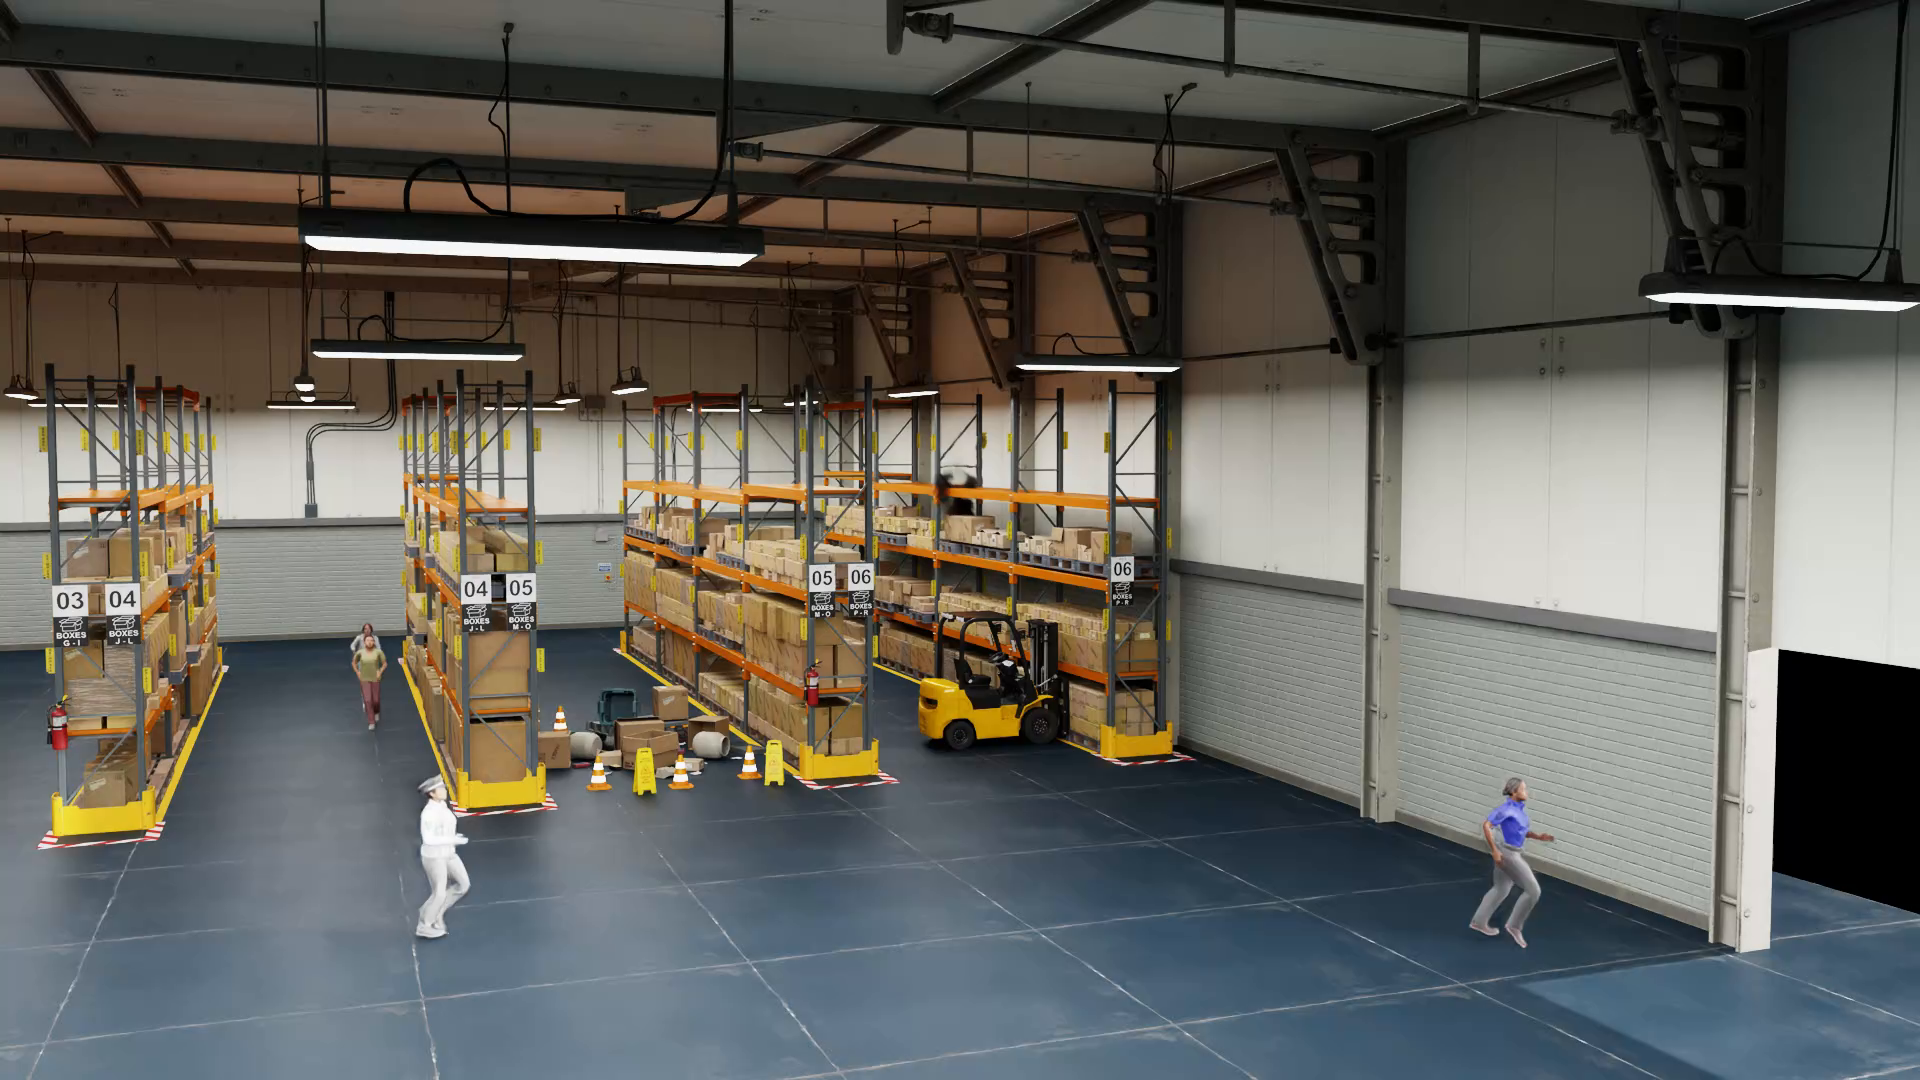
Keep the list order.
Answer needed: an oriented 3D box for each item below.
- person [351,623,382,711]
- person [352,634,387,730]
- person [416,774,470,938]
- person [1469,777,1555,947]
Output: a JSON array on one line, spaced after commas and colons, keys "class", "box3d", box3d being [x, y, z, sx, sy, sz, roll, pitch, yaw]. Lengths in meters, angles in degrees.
[{"class": "person", "box3d": [-11.163, 2.423, 31.316, 0.519, 1.548, 0.735, -2, 4, -29]}, {"class": "person", "box3d": [-10.380, 2.476, 29.240, 0.590, 1.650, 0.694, -1, 4, -19]}, {"class": "person", "box3d": [-5.196, 3.178, 16.771, 0.599, 1.656, 0.591, 0, 3, 6]}, {"class": "person", "box3d": [5.518, 3.212, 16.606, 0.788, 1.690, 0.536, 1, 4, 22]}]
